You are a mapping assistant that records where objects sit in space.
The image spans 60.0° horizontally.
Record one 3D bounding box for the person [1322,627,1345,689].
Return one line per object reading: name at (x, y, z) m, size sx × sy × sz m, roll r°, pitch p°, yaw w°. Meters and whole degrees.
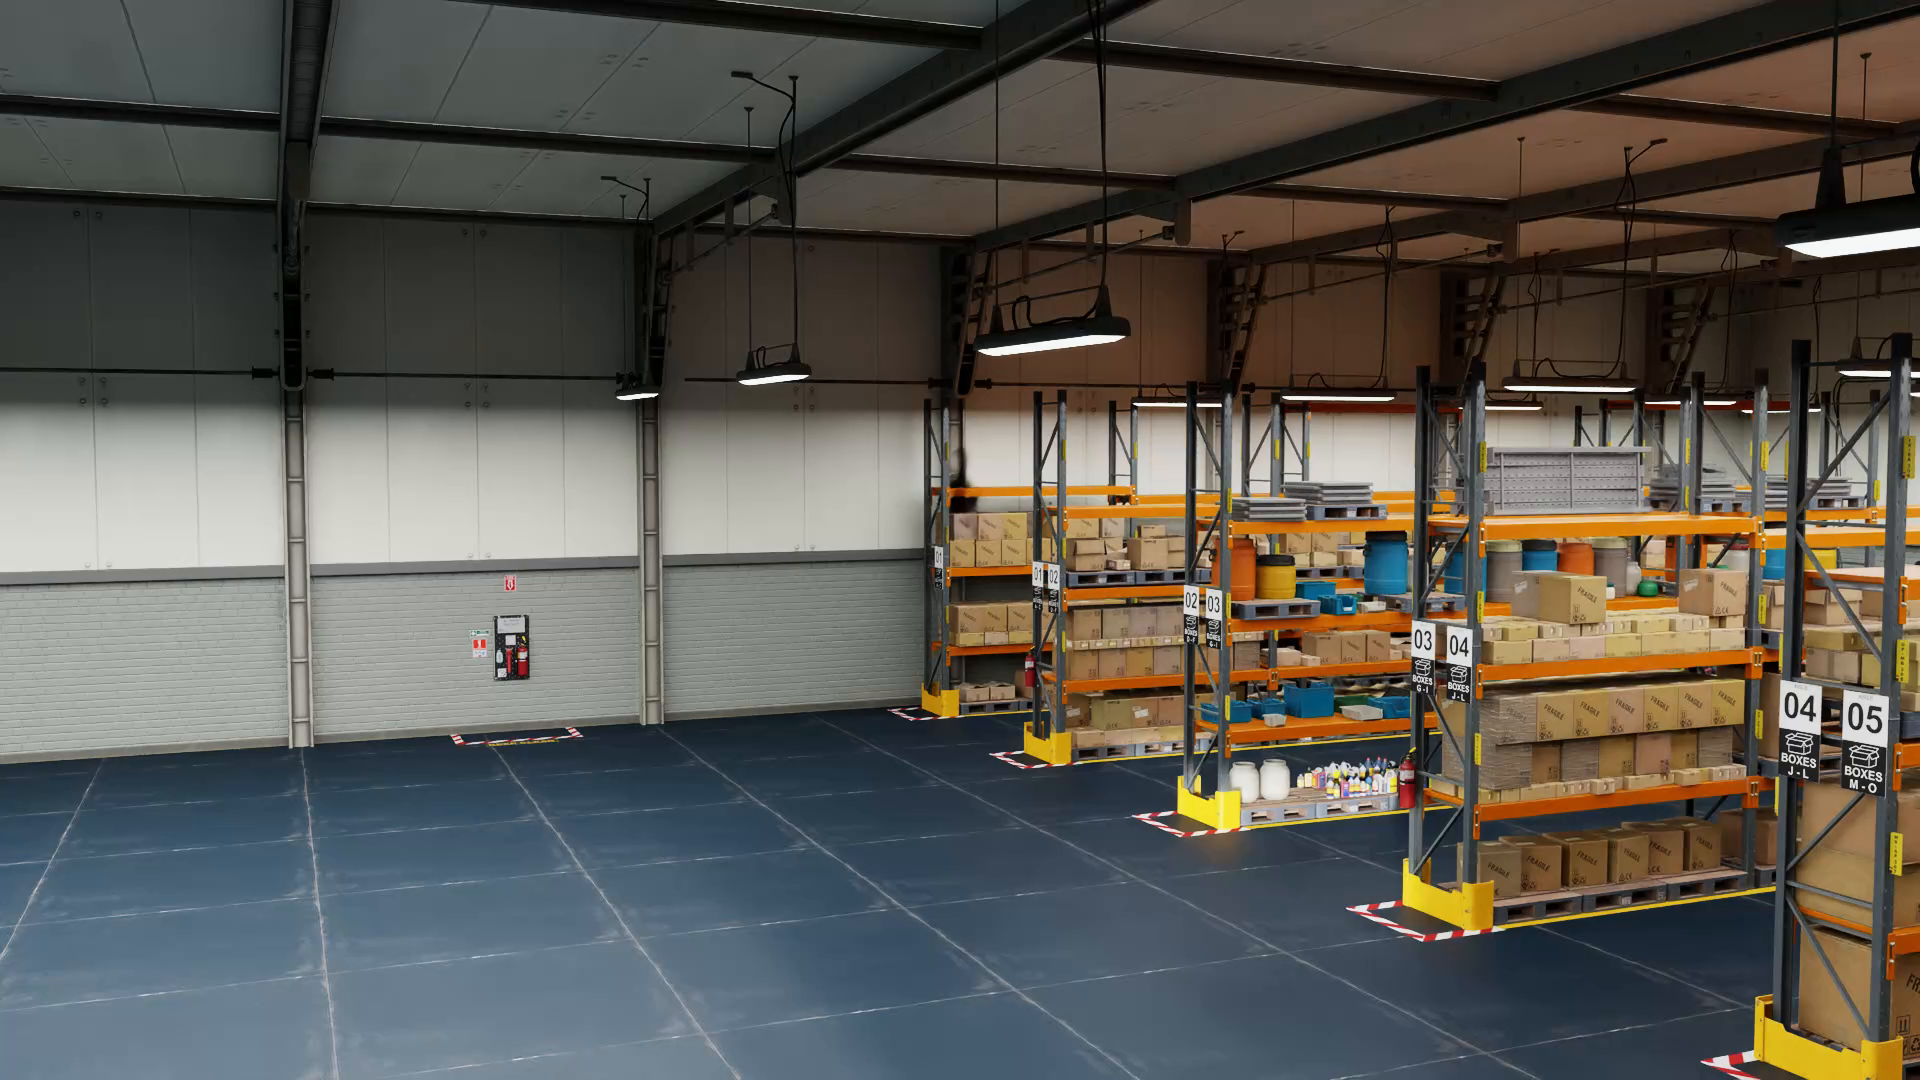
person at (7.373, 2.395, 32.900) m, size 0.818 × 1.713 × 0.532 m, roll -2°, pitch 4°, yaw -28°
